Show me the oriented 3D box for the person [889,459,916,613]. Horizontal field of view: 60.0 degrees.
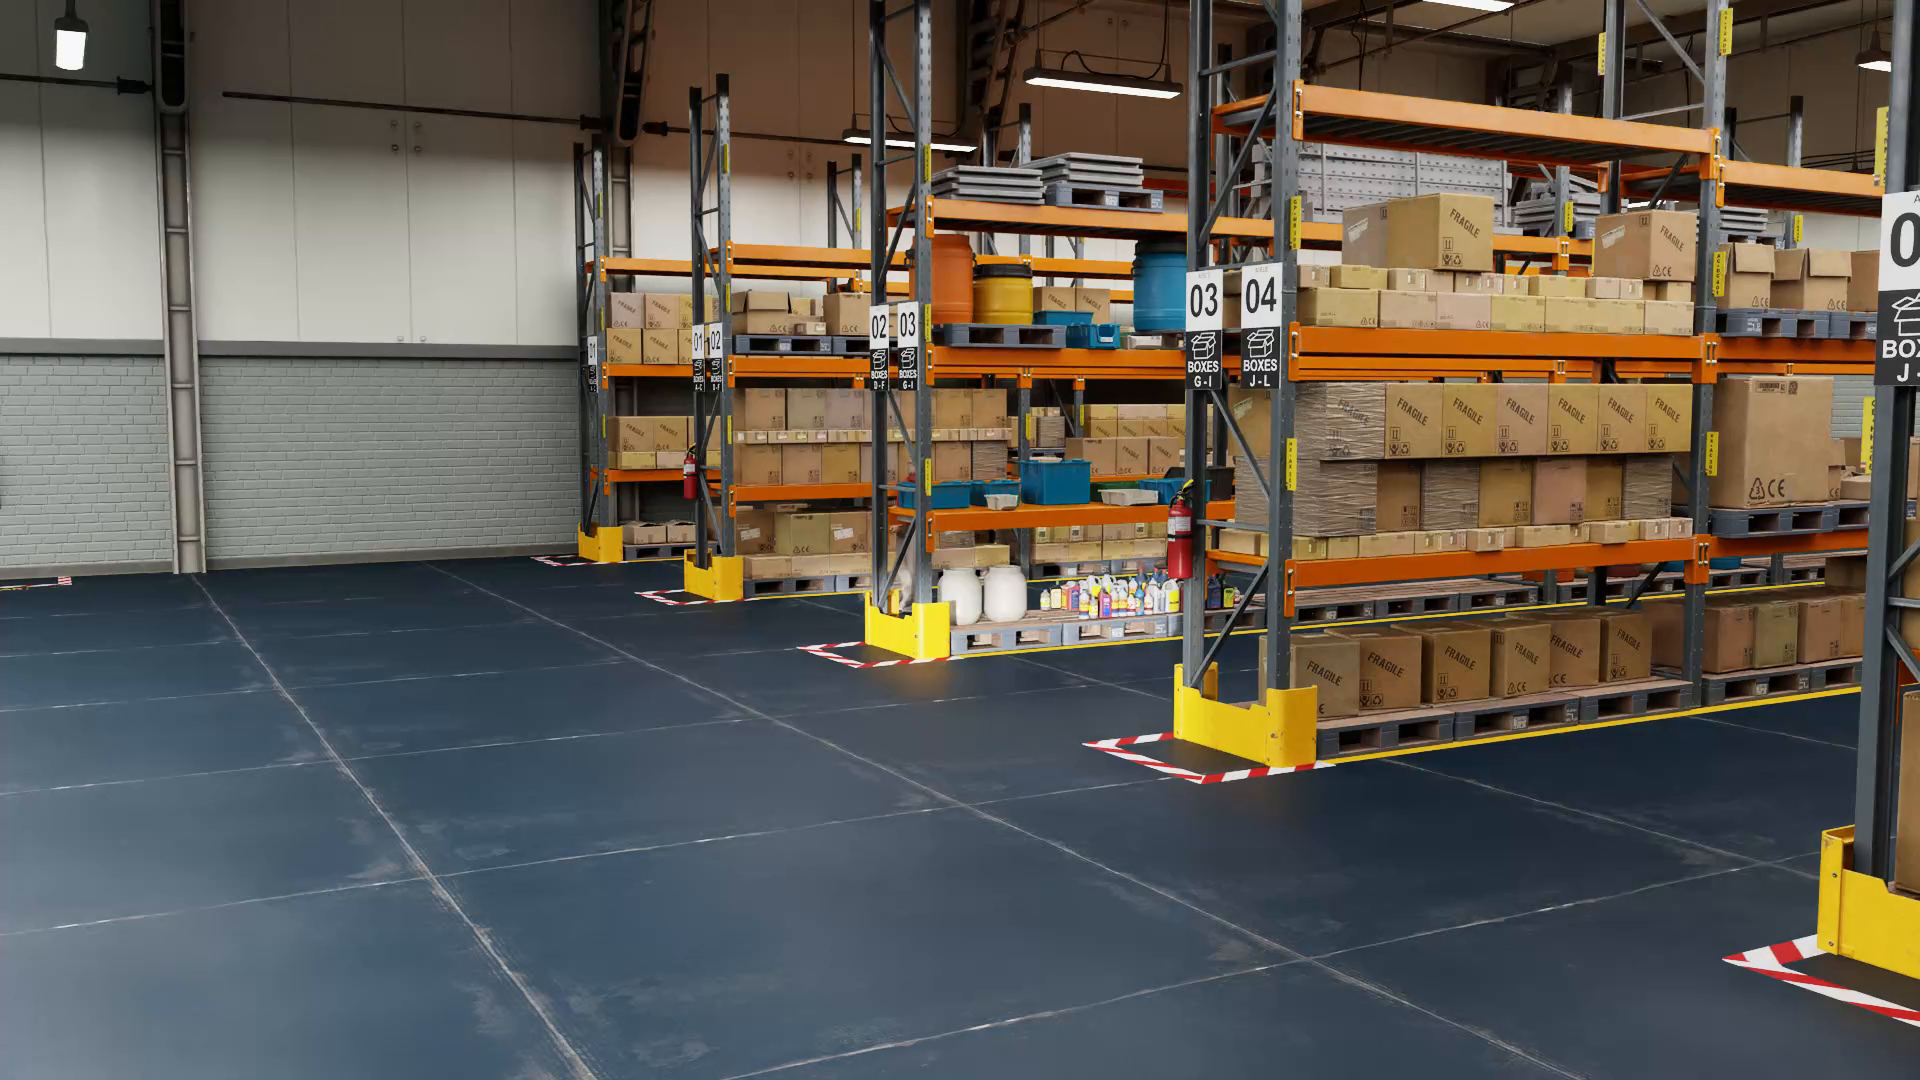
[{"bbox_3d":[-0.599,-0.075,18.221,0.529,1.720,0.499,-2,6,-27],"label":"person"}]
